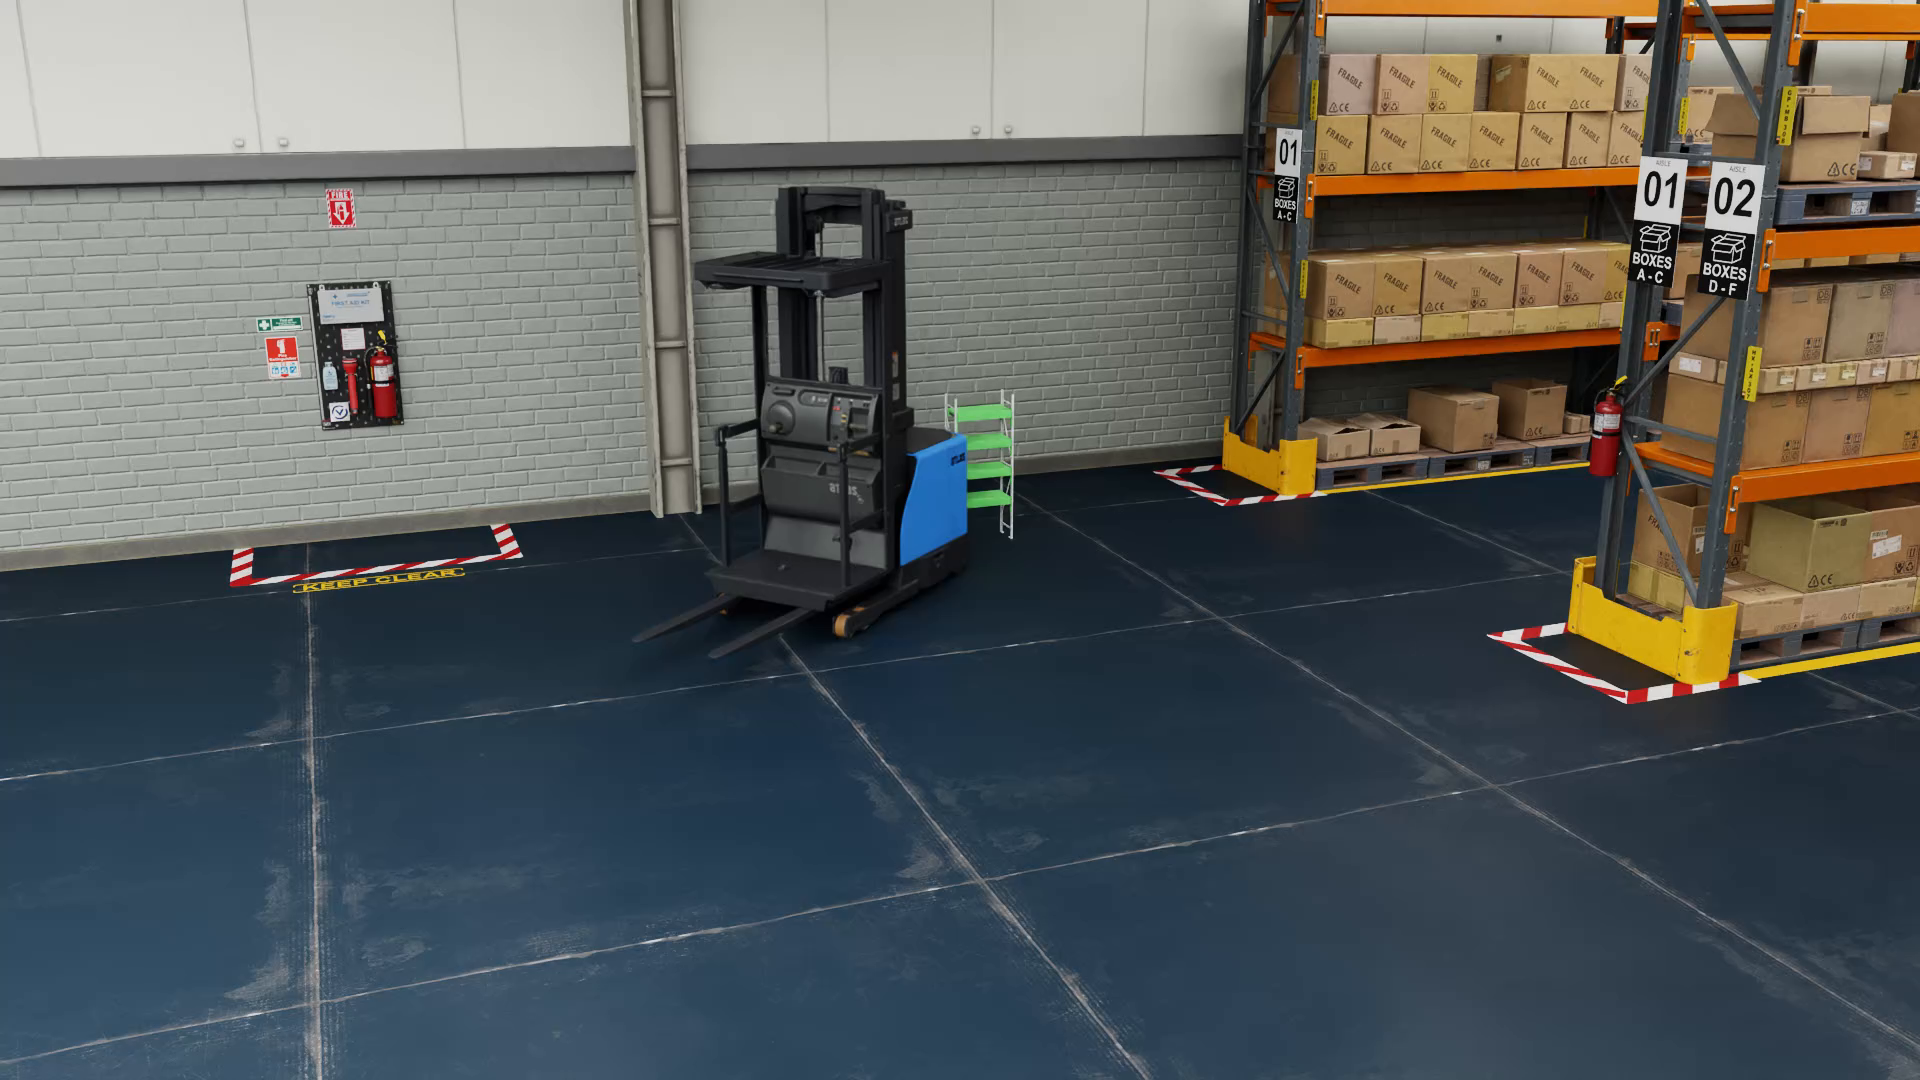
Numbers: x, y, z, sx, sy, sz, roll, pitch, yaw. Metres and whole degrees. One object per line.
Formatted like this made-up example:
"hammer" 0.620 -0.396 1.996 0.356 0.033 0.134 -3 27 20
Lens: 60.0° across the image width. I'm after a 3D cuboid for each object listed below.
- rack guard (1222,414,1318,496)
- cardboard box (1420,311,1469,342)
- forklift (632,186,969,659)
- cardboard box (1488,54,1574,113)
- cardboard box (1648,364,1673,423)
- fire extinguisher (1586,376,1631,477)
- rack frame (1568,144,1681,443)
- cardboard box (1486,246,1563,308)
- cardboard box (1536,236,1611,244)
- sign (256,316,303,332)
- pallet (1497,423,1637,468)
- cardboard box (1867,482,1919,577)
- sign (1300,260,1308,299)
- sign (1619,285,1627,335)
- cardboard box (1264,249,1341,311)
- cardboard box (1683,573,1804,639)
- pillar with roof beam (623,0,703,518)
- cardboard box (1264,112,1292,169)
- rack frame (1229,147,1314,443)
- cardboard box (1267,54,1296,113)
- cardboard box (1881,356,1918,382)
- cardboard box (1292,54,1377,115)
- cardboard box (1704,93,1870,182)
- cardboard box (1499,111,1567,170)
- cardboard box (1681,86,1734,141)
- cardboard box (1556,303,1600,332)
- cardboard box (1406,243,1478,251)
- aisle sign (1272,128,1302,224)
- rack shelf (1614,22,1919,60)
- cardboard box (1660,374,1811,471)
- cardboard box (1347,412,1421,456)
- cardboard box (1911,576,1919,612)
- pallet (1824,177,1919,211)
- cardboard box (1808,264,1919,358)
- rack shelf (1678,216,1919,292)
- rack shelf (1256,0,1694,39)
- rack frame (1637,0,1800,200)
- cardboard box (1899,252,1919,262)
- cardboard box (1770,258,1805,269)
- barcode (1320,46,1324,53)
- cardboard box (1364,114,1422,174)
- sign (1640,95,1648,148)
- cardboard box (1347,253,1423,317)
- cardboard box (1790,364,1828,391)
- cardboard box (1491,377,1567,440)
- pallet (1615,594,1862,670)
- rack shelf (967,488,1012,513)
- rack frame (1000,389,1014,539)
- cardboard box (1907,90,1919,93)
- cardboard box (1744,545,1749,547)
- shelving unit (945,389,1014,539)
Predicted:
"rack guard" 2.865 -0.804 15.450 0.348 0.500 1.175 -6 17 -20
"cardboard box" 4.321 -2.005 15.334 0.500 0.250 0.500 -6 18 -21
"forklift" -1.080 -0.881 11.395 1.130 2.935 3.031 9 19 27
"cardboard box" 5.166 -4.141 15.064 0.500 0.500 0.500 -7 18 -22
"cardboard box" 7.210 -1.490 17.003 0.500 0.500 0.700 -6 17 -18
"fire extinguisher" 4.293 -0.766 11.021 0.183 0.674 0.296 -6 17 -20
"rack frame" 6.529 -2.399 16.445 0.127 3.000 1.000 -6 17 -20
"cardboard box" 5.260 -2.468 15.579 0.500 0.500 0.500 -7 18 -22
"cardboard box" 6.015 -2.704 16.384 0.500 0.500 0.500 -7 18 -21
"sign" -5.332 -1.691 13.030 0.331 0.109 0.001 -6 17 -20
"pallet" 5.914 -0.984 16.576 1.213 0.211 1.003 -6 17 -20
"cardboard box" 6.552 -0.081 11.355 0.500 0.500 0.500 -6 17 -20
"sign" 2.988 -2.269 14.464 0.005 0.325 0.100 -6 17 -20
"sign" 4.388 -1.507 10.929 0.005 0.325 0.100 -6 17 -20
"cardboard box" 3.158 -2.397 15.337 0.500 0.500 0.500 -6 18 -21
"cardboard box" 5.150 0.429 10.948 0.500 0.250 0.500 -6 17 -20
"pillar with roof beam" -0.925 -3.435 9.325 0.400 9.000 9.100 -6 17 -20
"cardboard box" 3.093 -3.602 15.003 0.500 0.500 0.500 -5 17 -16
"rack frame" 2.794 -1.996 15.072 0.127 3.000 1.000 -6 17 -20
"cardboard box" 3.103 -4.085 14.874 0.500 0.500 0.500 -5 17 -18
"cardboard box" 5.977 -1.140 10.827 0.250 0.149 0.380 -7 18 -22
"cardboard box" 3.240 -3.948 14.406 0.500 0.500 0.500 -8 18 -24
"cardboard box" 5.108 -2.507 10.312 0.637 0.503 0.797 -5 17 -16
"cardboard box" 5.165 -3.667 15.224 0.500 0.500 0.500 -7 18 -22
"cardboard box" 7.068 -4.122 16.065 0.500 0.500 0.500 -4 17 -12
"cardboard box" 5.727 -2.161 15.866 0.500 0.250 0.500 -6 17 -20
"cardboard box" 4.583 -2.549 15.855 0.500 0.500 0.500 -6 17 -19
"aisle sign" 2.834 -3.157 14.412 0.004 0.787 0.394 -6 17 -20
"rack shelf" 8.396 -4.942 16.444 4.000 0.370 1.077 -6 17 -20
"cardboard box" 5.010 -0.785 10.770 0.500 0.500 0.700 -6 17 -20
"cardboard box" 4.004 -1.021 15.741 0.500 0.311 0.500 -5 17 -15
"cardboard box" 6.551 0.278 11.462 0.500 0.250 0.500 -6 17 -20
"pallet" 6.380 -2.278 10.867 1.213 0.211 1.003 -6 17 -20
"cardboard box" 6.019 -1.518 10.964 0.500 0.500 0.700 -6 17 -20
"rack shelf" 6.437 -1.989 11.000 4.000 0.370 1.077 -6 17 -20
"rack shelf" 4.661 -4.729 15.015 4.000 0.370 1.077 -6 17 -20
"rack frame" 4.570 -3.572 9.790 0.127 3.000 1.000 -6 17 -20
"cardboard box" 9.829 -3.012 17.572 0.500 0.500 0.700 -8 18 -27
"cardboard box" 8.144 -2.830 16.953 0.500 0.500 0.700 -4 17 -12
"barcode" 3.278 -4.454 15.102 0.075 0.075 0.001 -6 17 -20
"cardboard box" 3.710 -3.506 14.676 0.500 0.500 0.500 -5 17 -16
"sign" 4.388 -2.663 10.590 0.005 0.325 0.100 -6 17 -20
"cardboard box" 3.812 -2.310 15.040 0.500 0.500 0.500 -6 17 -20
"cardboard box" 5.259 -1.063 10.564 0.250 0.149 0.380 -7 18 -22
"cardboard box" 5.574 -1.296 16.343 0.500 0.500 0.500 -8 18 -24
"pallet" 5.269 0.557 11.328 1.213 0.211 1.003 -6 17 -20
"rack shelf" 0.155 -0.301 13.572 0.480 0.148 0.258 -6 17 -20
"rack frame" 0.382 -0.617 13.570 0.015 1.200 0.240 -6 17 -20
"cardboard box" 6.722 -2.721 11.040 0.637 0.503 0.797 -4 17 -14
"cardboard box" 5.894 0.188 11.768 0.500 0.250 0.500 -6 17 -20
"shelving unit" 0.155 -0.592 13.486 0.503 1.200 0.258 -6 17 -20
